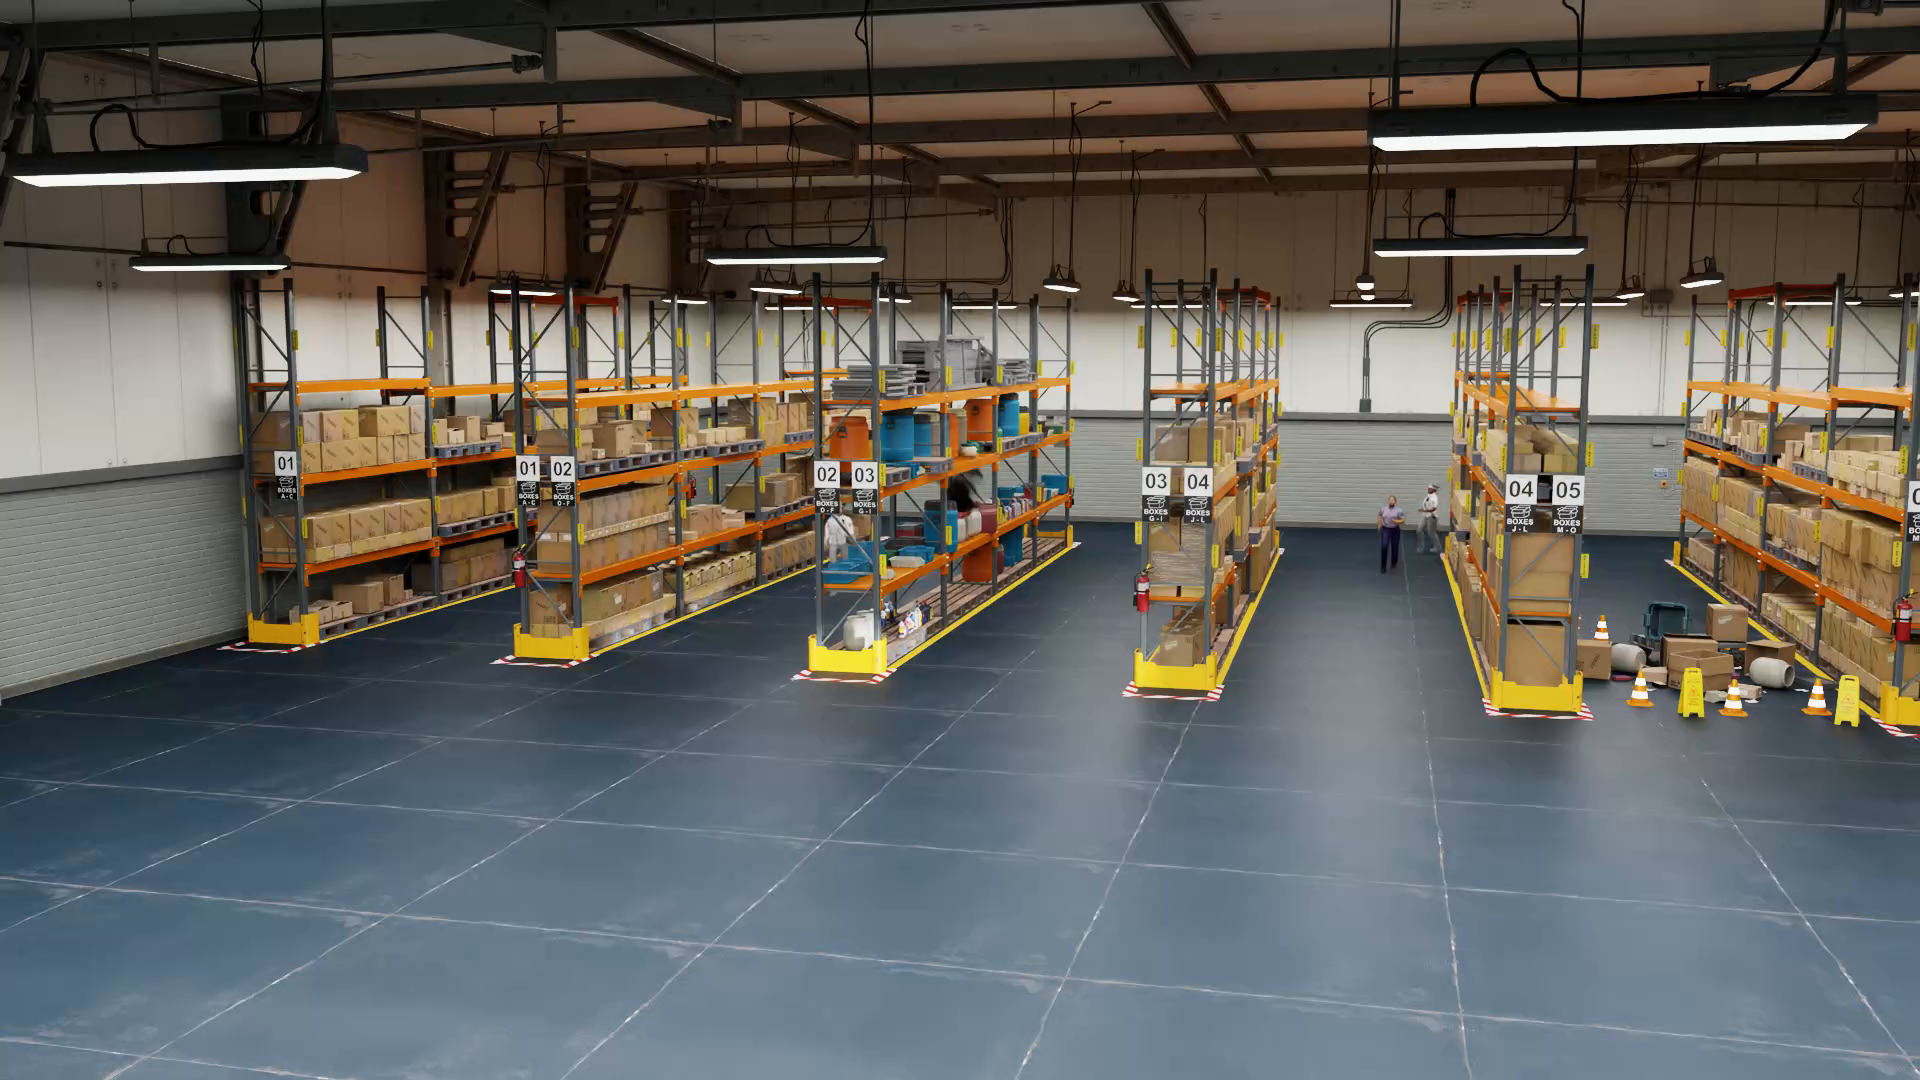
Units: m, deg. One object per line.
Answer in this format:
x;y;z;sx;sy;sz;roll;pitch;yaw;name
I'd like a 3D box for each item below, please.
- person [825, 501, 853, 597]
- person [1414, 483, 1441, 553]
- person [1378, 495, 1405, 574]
-2.267;0.135;31.126;0.587;1.761;0.754;1;7;6;person
11.092;-0.500;39.130;0.679;1.726;0.578;-2;7;-14;person
9.317;-0.107;35.957;0.573;1.683;0.741;2;7;16;person
